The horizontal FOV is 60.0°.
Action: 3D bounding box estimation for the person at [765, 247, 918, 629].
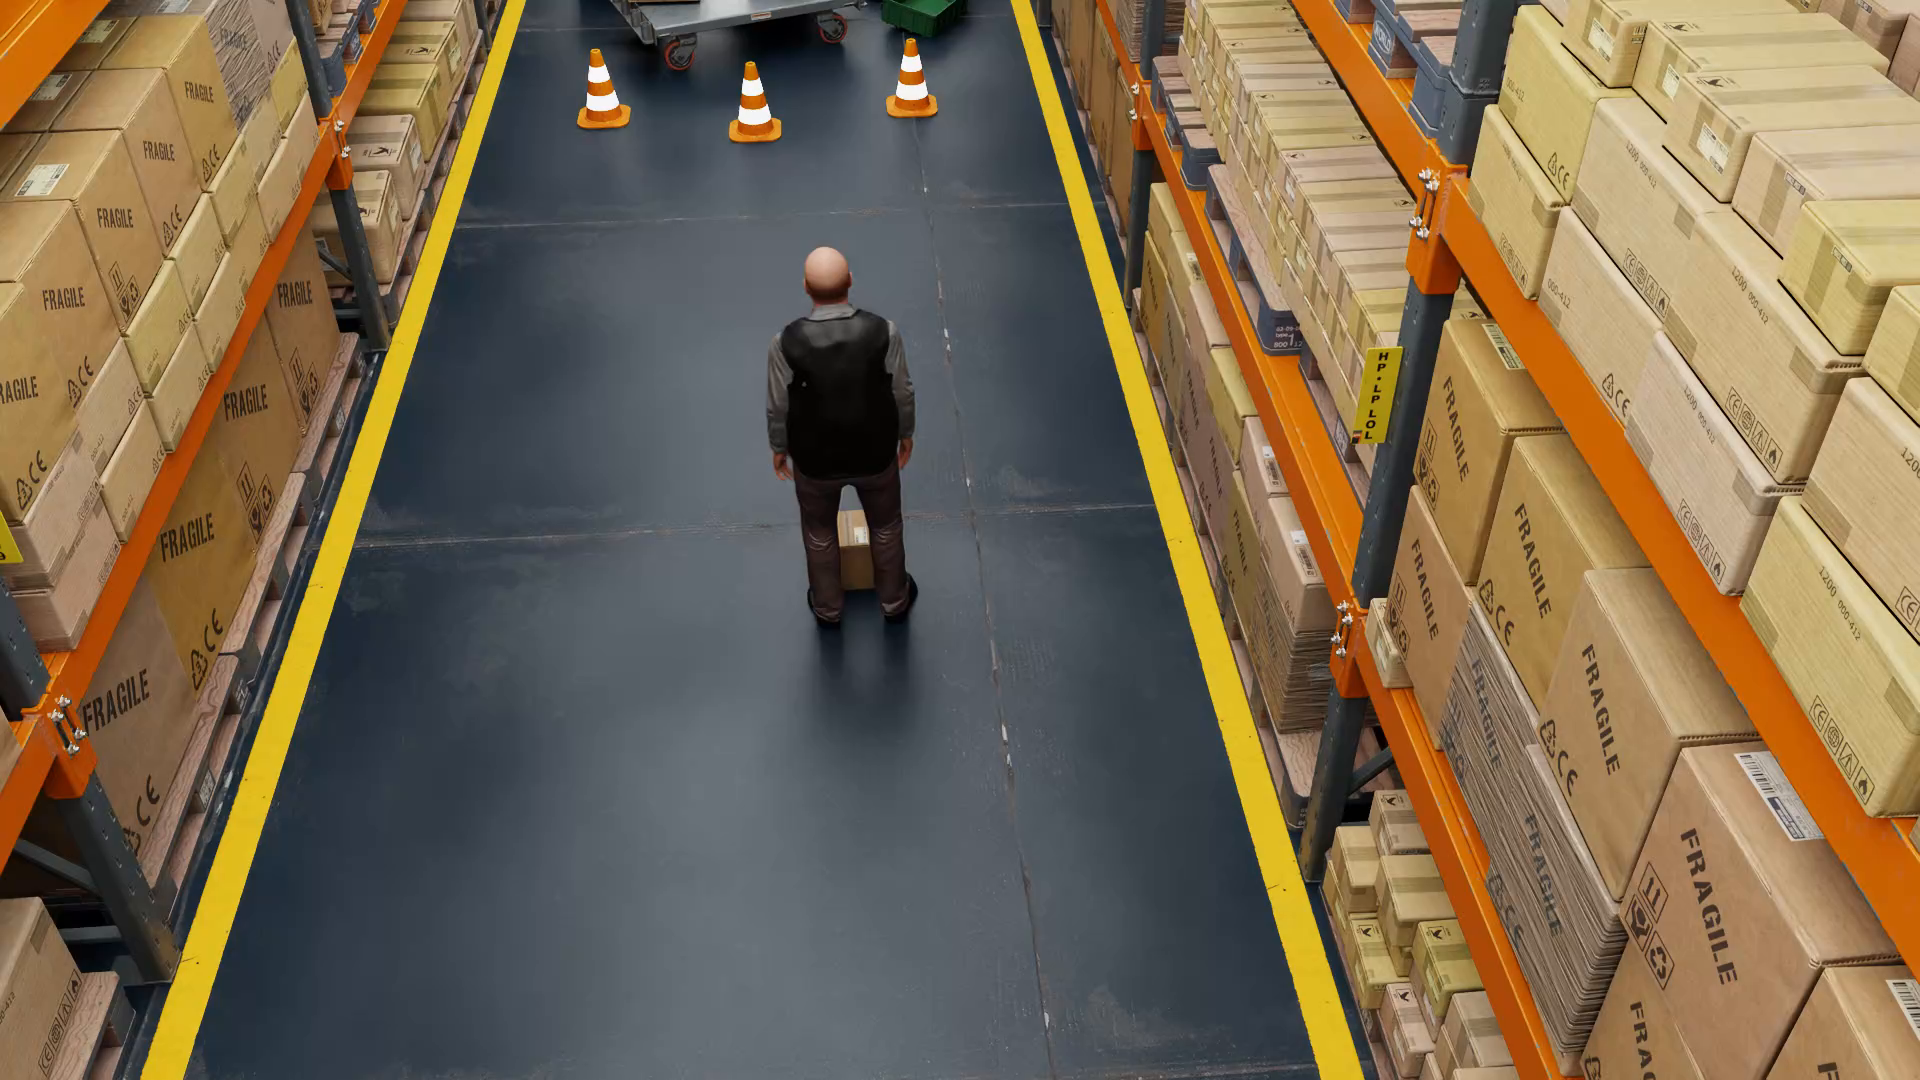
[{"bbox_3d":[-0.461,-0.350,6.609,0.591,1.720,0.422,-5,39,-7],"label":"person"}]
